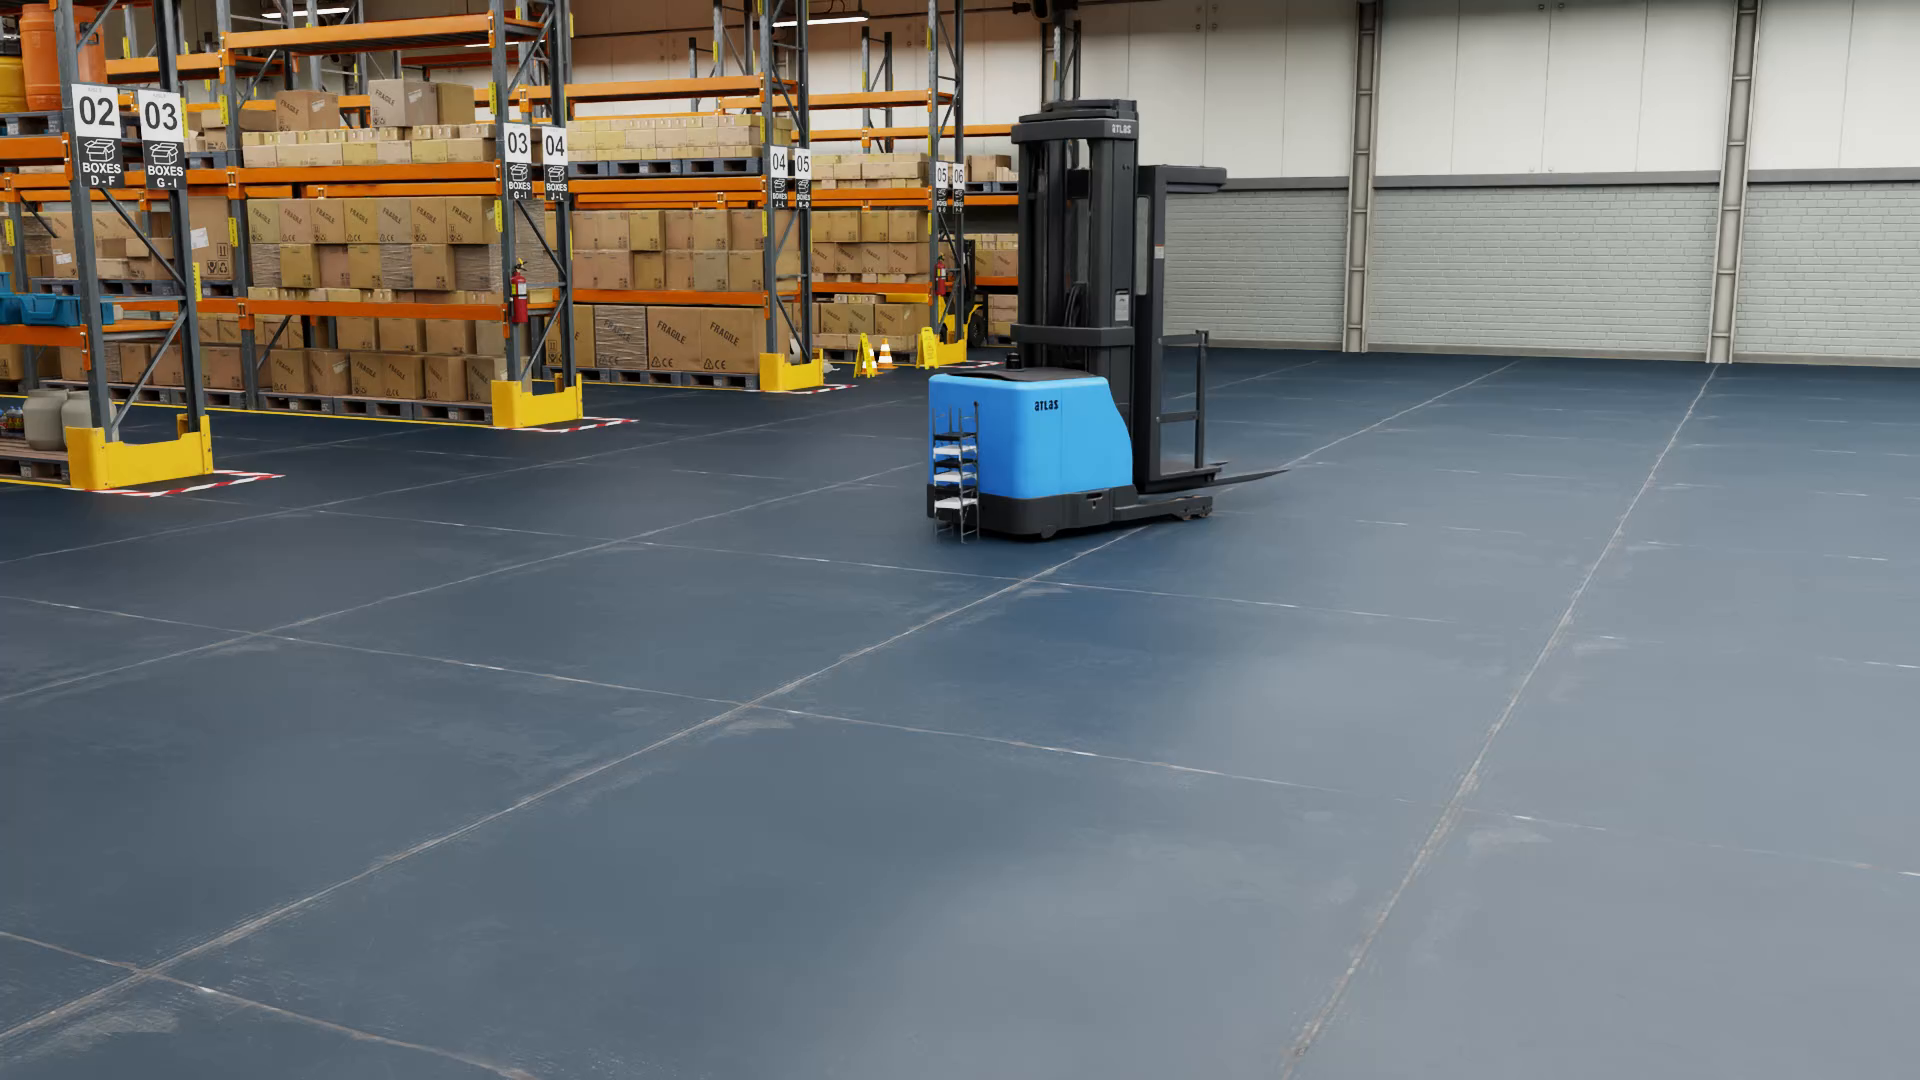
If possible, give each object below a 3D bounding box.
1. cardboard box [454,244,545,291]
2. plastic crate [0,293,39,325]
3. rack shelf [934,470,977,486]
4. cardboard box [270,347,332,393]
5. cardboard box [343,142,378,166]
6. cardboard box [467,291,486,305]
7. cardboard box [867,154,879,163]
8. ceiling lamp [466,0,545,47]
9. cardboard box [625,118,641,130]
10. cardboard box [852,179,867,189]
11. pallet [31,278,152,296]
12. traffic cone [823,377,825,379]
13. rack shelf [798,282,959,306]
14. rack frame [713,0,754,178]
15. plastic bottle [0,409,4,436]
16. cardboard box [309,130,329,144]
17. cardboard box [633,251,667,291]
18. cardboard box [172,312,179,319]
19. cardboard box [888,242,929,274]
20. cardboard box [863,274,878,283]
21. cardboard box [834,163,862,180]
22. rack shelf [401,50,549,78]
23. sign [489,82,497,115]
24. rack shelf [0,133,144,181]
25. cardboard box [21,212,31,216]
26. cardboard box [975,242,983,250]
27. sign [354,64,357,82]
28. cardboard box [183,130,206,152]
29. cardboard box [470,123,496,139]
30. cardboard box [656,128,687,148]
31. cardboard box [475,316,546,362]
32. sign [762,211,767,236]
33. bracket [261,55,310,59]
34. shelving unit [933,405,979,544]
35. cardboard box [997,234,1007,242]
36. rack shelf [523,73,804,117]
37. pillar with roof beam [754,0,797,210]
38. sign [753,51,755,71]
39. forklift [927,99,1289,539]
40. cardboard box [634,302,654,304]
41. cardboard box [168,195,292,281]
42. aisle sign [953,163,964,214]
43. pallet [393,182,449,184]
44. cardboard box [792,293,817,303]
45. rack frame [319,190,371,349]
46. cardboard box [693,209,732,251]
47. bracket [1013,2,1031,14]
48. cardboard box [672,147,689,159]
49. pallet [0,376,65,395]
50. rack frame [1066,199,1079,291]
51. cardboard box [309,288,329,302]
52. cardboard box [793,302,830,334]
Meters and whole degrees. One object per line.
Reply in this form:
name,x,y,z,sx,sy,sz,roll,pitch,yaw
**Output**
cardboard box,-5.081,-3.018,18.369,0.500,0.500,0.875,5,11,26
plastic crate,-7.953,-1.955,14.025,0.408,0.251,0.499,5,11,26
rack shelf,-0.025,-0.410,11.142,0.200,0.077,0.258,5,12,30
cardboard box,-7.846,-2.029,19.858,0.500,0.500,0.500,5,11,24
cardboard box,-6.503,-4.294,18.533,0.500,0.250,0.500,5,11,25
cardboard box,-5.171,-2.661,18.215,0.250,0.149,0.380,5,11,26
cardboard box,-1.305,-6.154,26.854,0.250,0.149,0.380,5,11,26
ceiling lamp,-9.005,-11.504,33.134,2.000,3.185,0.800,5,11,26
cardboard box,-4.362,-5.672,22.733,0.250,0.149,0.380,5,11,26
cardboard box,-1.562,-5.777,27.011,0.250,0.149,0.380,5,11,25
pallet,-11.088,-3.272,21.425,1.003,0.211,1.213,5,11,26
traffic cone,-2.163,-2.580,24.184,0.334,0.463,0.336,5,11,26
rack shelf,-2.009,-4.161,27.821,4.000,0.370,1.077,5,11,26
rack frame,-3.803,-7.625,28.093,0.127,3.000,1.000,5,11,26
plastic bottle,-8.859,-1.102,15.320,0.097,0.271,0.097,0,10,0
cardboard box,-7.090,-4.532,18.726,0.250,0.149,0.380,5,11,25
cardboard box,-4.111,-3.794,23.351,0.500,0.550,0.875,5,11,26
cardboard box,-12.531,-3.750,27.262,0.500,0.250,0.500,4,11,23
cardboard box,-0.824,-4.552,26.844,0.500,0.500,0.500,5,11,25
cardboard box,-1.386,-4.271,27.111,0.250,0.149,0.380,5,12,27
cardboard box,-1.711,-5.984,27.033,0.500,0.250,0.500,5,12,27
rack shelf,-10.577,-10.488,36.597,4.000,0.370,1.077,5,11,26
sign,-4.864,-4.600,17.314,0.005,0.325,0.100,5,11,26
rack shelf,-8.585,-3.264,14.438,4.000,0.370,1.077,5,11,26
cardboard box,-15.923,-5.391,28.672,0.500,0.500,0.500,5,12,27
cardboard box,0.381,-5.599,31.642,0.250,0.149,0.380,5,11,26
sign,-11.244,-8.706,31.000,0.005,0.325,0.100,5,11,26
cardboard box,-9.075,-4.765,19.911,0.258,0.266,0.396,5,12,28
cardboard box,-4.987,-4.346,17.697,0.250,0.149,0.380,5,11,26
cardboard box,-3.776,-5.437,22.552,0.500,0.250,0.500,5,11,25
cardboard box,-6.499,-3.009,24.569,0.750,0.750,1.050,5,11,26
sign,-2.568,-4.160,21.877,0.005,0.325,0.100,5,11,26
bracket,-17.425,-11.688,40.433,5.218,0.066,0.076,5,11,26
shelving unit,-0.025,-0.443,11.136,0.210,0.900,0.258,5,12,30
cardboard box,0.891,-5.722,31.489,0.250,0.149,0.380,5,11,26
rack shelf,-4.109,-6.118,22.910,4.000,0.370,1.077,5,11,26
pillar with roof beam,-5.534,-8.087,30.646,0.548,9.000,9.100,5,11,26
sign,-3.546,-8.209,28.474,0.005,0.325,0.100,5,11,26
forklift,1.215,-1.645,12.089,3.031,2.935,1.130,-9,13,-40
cardboard box,-6.586,-4.839,35.383,0.500,0.500,0.500,6,12,28
cardboard box,-8.838,-3.677,20.261,1.000,1.000,1.000,5,11,26
aisle sign,-0.023,-5.682,26.901,0.004,0.787,0.394,5,11,26
pallet,-7.884,-5.443,24.989,1.213,0.211,1.003,6,12,28
cardboard box,-2.603,-4.045,27.771,0.250,0.149,0.380,6,12,29
rack frame,-9.489,-4.190,25.957,0.127,3.000,1.000,5,11,26
cardboard box,-3.165,-4.229,22.718,0.550,0.550,0.875,5,11,26
bracket,1.223,-10.049,31.379,0.430,0.232,0.235,5,11,26
cardboard box,-3.676,-5.220,22.472,0.250,0.149,0.380,5,11,25
pallet,-12.448,-2.108,22.282,1.213,0.211,1.003,5,11,26
rack frame,1.978,-5.151,31.268,0.127,3.000,1.000,5,11,26
cardboard box,-7.238,-2.820,19.096,0.250,0.149,0.380,5,11,26
cardboard box,-2.443,-3.725,27.823,0.500,0.500,0.500,6,12,29
